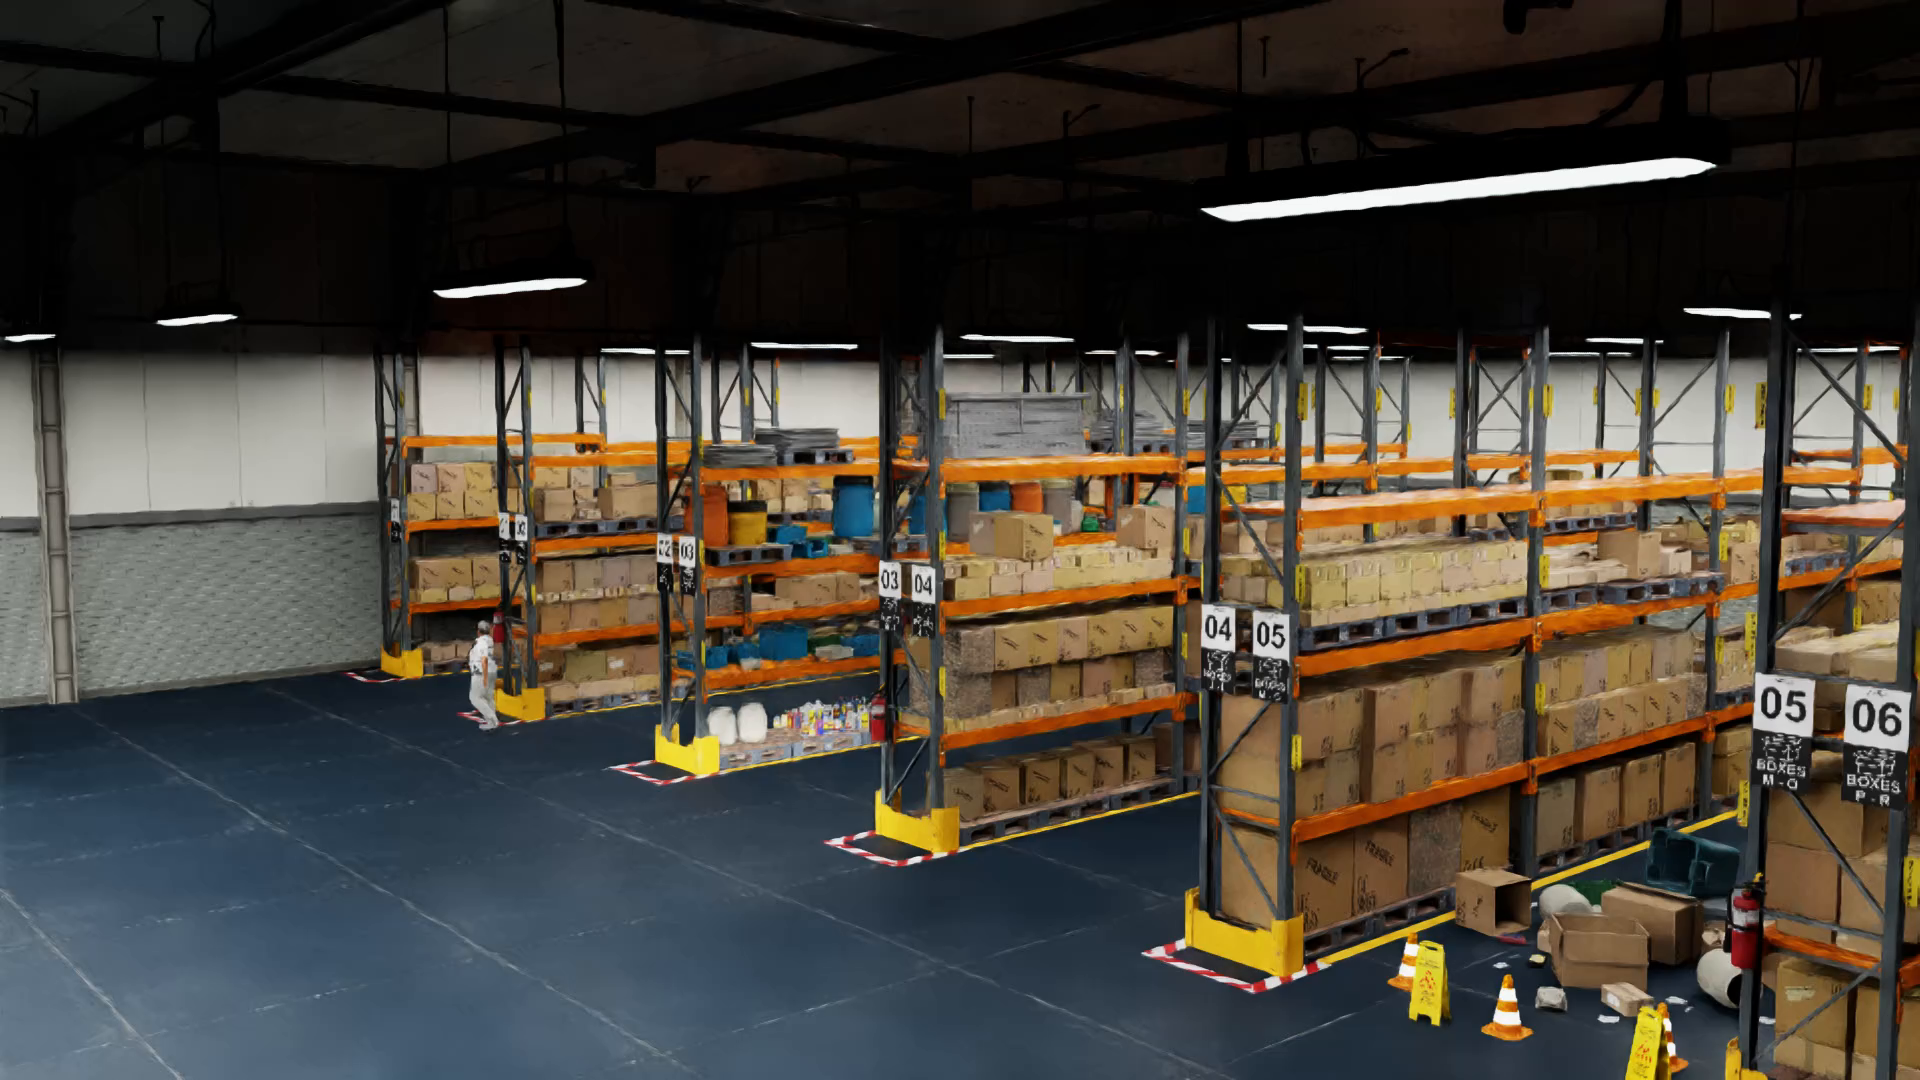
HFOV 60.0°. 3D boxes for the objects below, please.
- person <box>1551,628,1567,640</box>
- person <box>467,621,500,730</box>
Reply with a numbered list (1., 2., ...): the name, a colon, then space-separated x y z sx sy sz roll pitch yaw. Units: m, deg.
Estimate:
1. person: 8.988 2.063 24.897 1.126 1.645 0.542 -4 7 -38
2. person: -7.183 2.053 25.167 0.483 1.650 0.620 0 5 3
